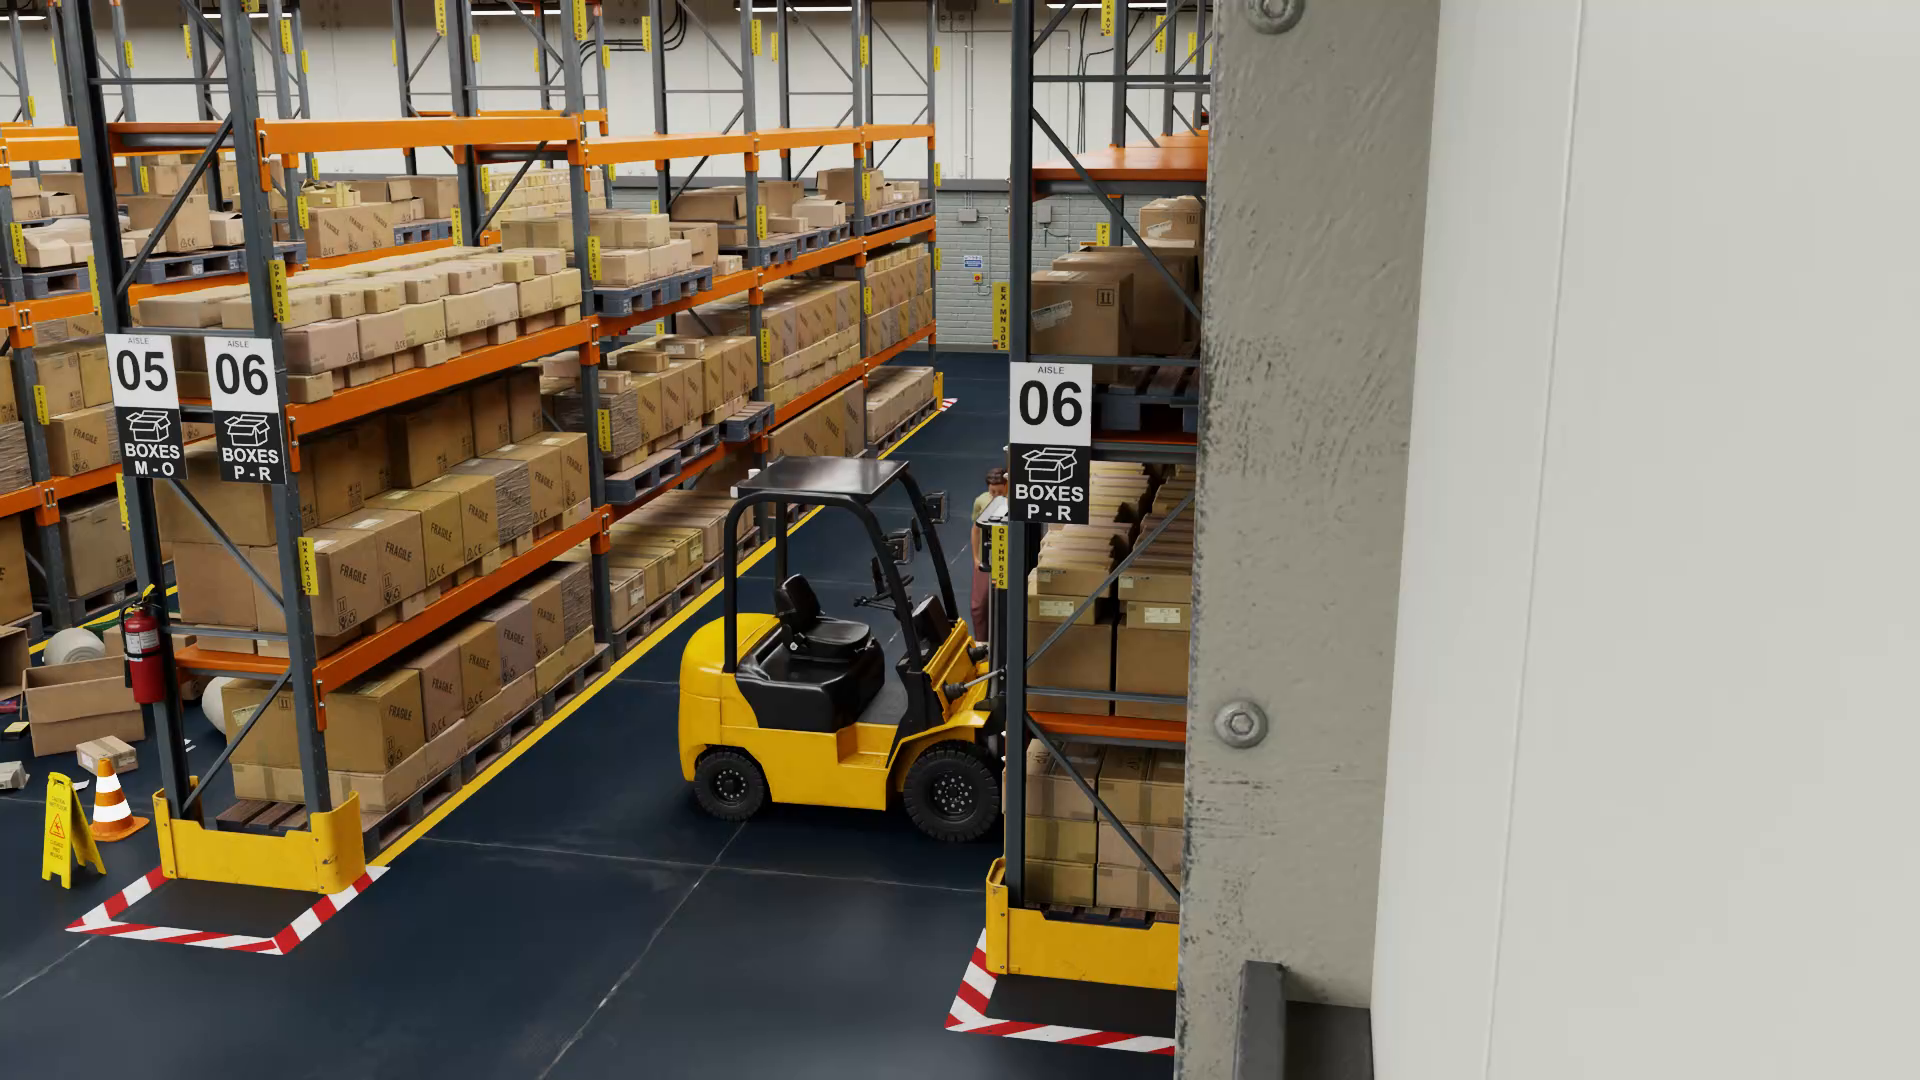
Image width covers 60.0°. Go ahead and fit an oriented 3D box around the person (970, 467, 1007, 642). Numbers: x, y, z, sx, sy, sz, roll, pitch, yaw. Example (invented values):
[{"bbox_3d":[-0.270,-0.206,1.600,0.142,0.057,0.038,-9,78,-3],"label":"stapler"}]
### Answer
[{"bbox_3d":[0.314,0.193,13.395,0.470,1.628,0.386,3,15,13],"label":"person"}]
